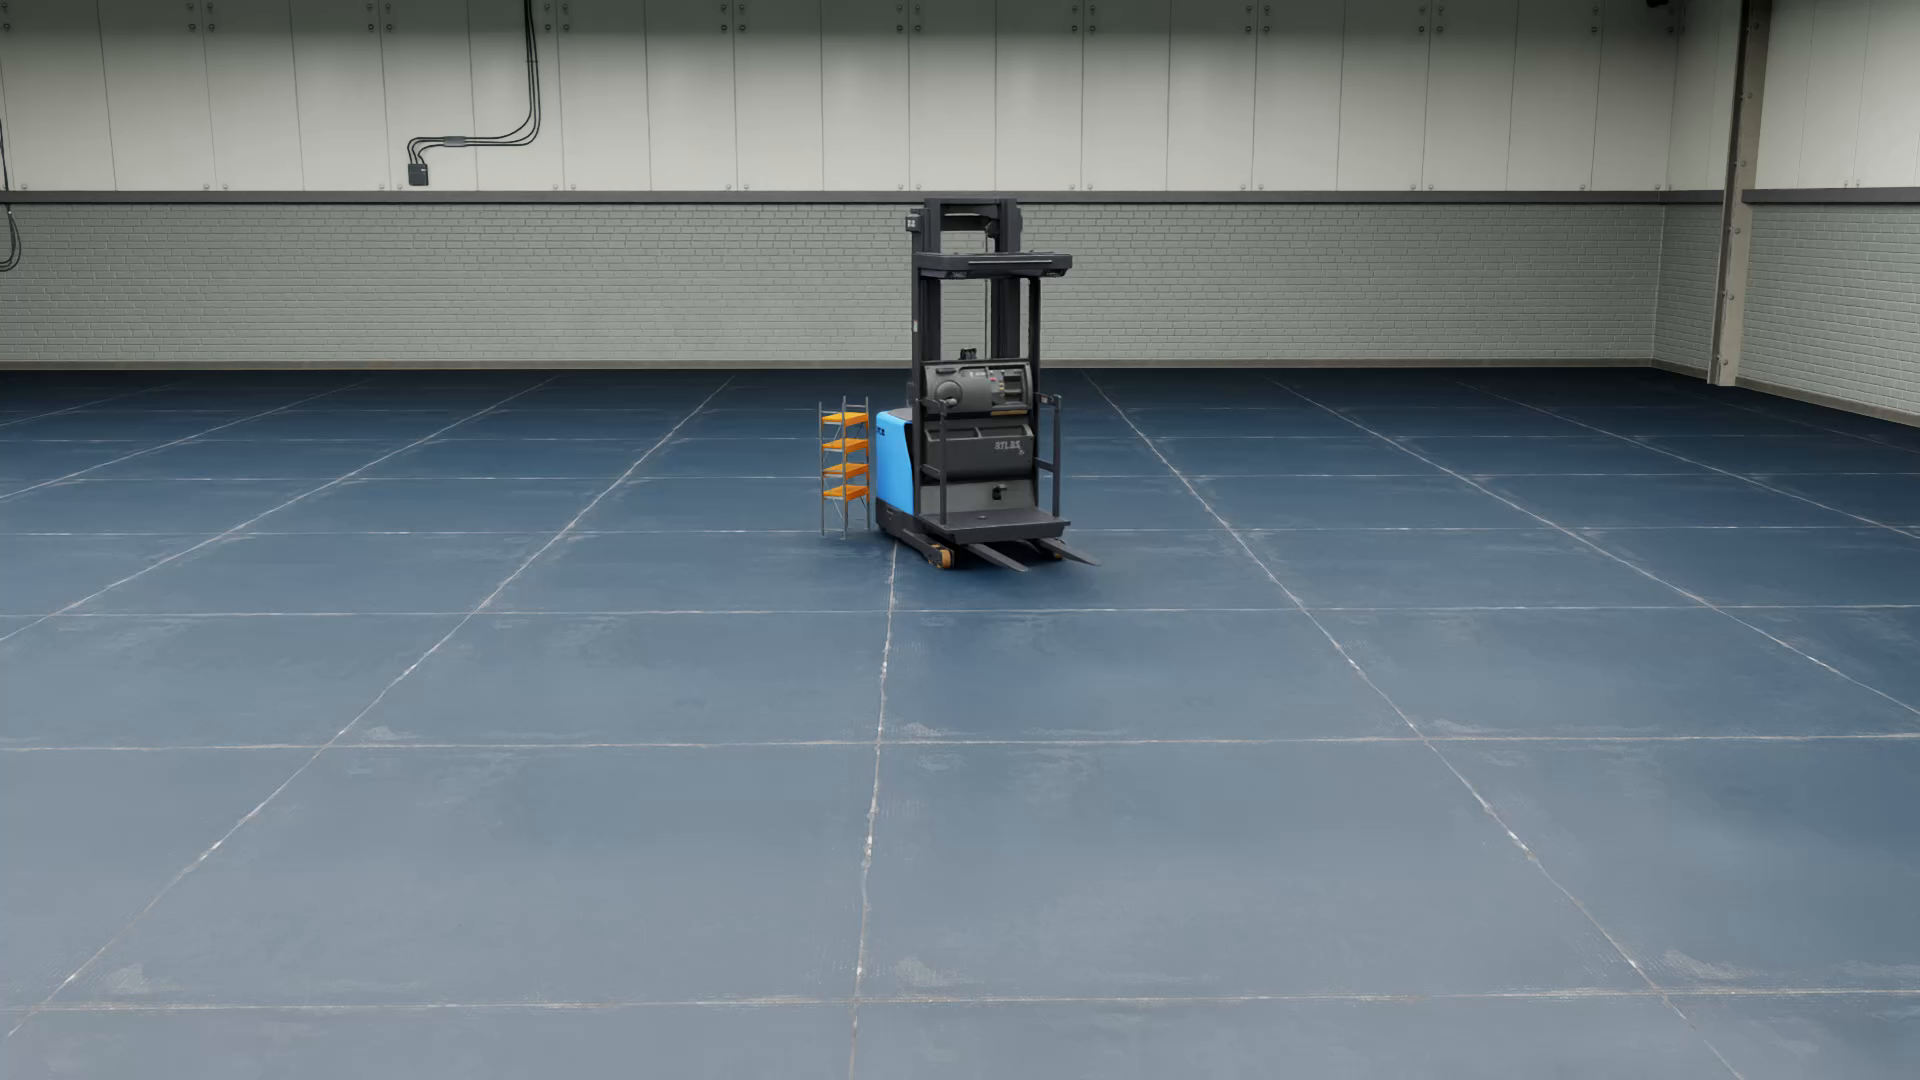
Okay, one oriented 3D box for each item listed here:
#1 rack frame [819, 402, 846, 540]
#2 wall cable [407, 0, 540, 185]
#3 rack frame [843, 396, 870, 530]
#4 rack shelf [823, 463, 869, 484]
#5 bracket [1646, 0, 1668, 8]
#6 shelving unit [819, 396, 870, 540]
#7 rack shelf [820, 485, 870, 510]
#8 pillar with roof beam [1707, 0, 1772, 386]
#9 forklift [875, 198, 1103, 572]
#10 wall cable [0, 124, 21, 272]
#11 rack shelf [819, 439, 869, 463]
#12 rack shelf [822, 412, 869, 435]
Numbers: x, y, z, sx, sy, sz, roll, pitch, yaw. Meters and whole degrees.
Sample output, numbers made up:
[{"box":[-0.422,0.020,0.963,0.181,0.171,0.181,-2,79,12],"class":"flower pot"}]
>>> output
[{"box":[-1.110,-0.600,14.500,0.240,1.200,0.015,5,12,21],"class":"rack frame"},{"box":[-8.375,-9.097,28.211,2.305,6.003,0.169,0,11,-1],"class":"wall cable"},{"box":[-0.929,-0.690,14.944,0.240,1.200,0.015,5,12,21],"class":"rack frame"},{"box":[-1.019,-0.579,14.735,0.258,0.148,0.480,5,12,21],"class":"rack shelf"},{"box":[11.953,-9.249,28.460,0.235,0.232,0.430,0,11,-1],"class":"bracket"},{"box":[-1.019,-0.645,14.722,0.258,1.200,0.503,5,12,21],"class":"shelving unit"},{"box":[-1.019,-0.385,14.775,0.258,0.148,0.480,5,12,21],"class":"rack shelf"},{"box":[8.062,-6.915,26.010,9.100,9.000,0.400,0,11,-1],"class":"pillar with roof beam"},{"box":[0.234,-1.291,13.553,1.130,2.935,3.031,-4,12,-20],"class":"forklift"},{"box":[-17.866,-5.872,28.681,3.097,2.526,0.112,0,11,-1],"class":"wall cable"},{"box":[-1.019,-0.799,14.691,0.258,0.148,0.480,5,12,21],"class":"rack shelf"},{"box":[-1.019,-1.030,14.644,0.258,0.148,0.480,5,12,21],"class":"rack shelf"}]
